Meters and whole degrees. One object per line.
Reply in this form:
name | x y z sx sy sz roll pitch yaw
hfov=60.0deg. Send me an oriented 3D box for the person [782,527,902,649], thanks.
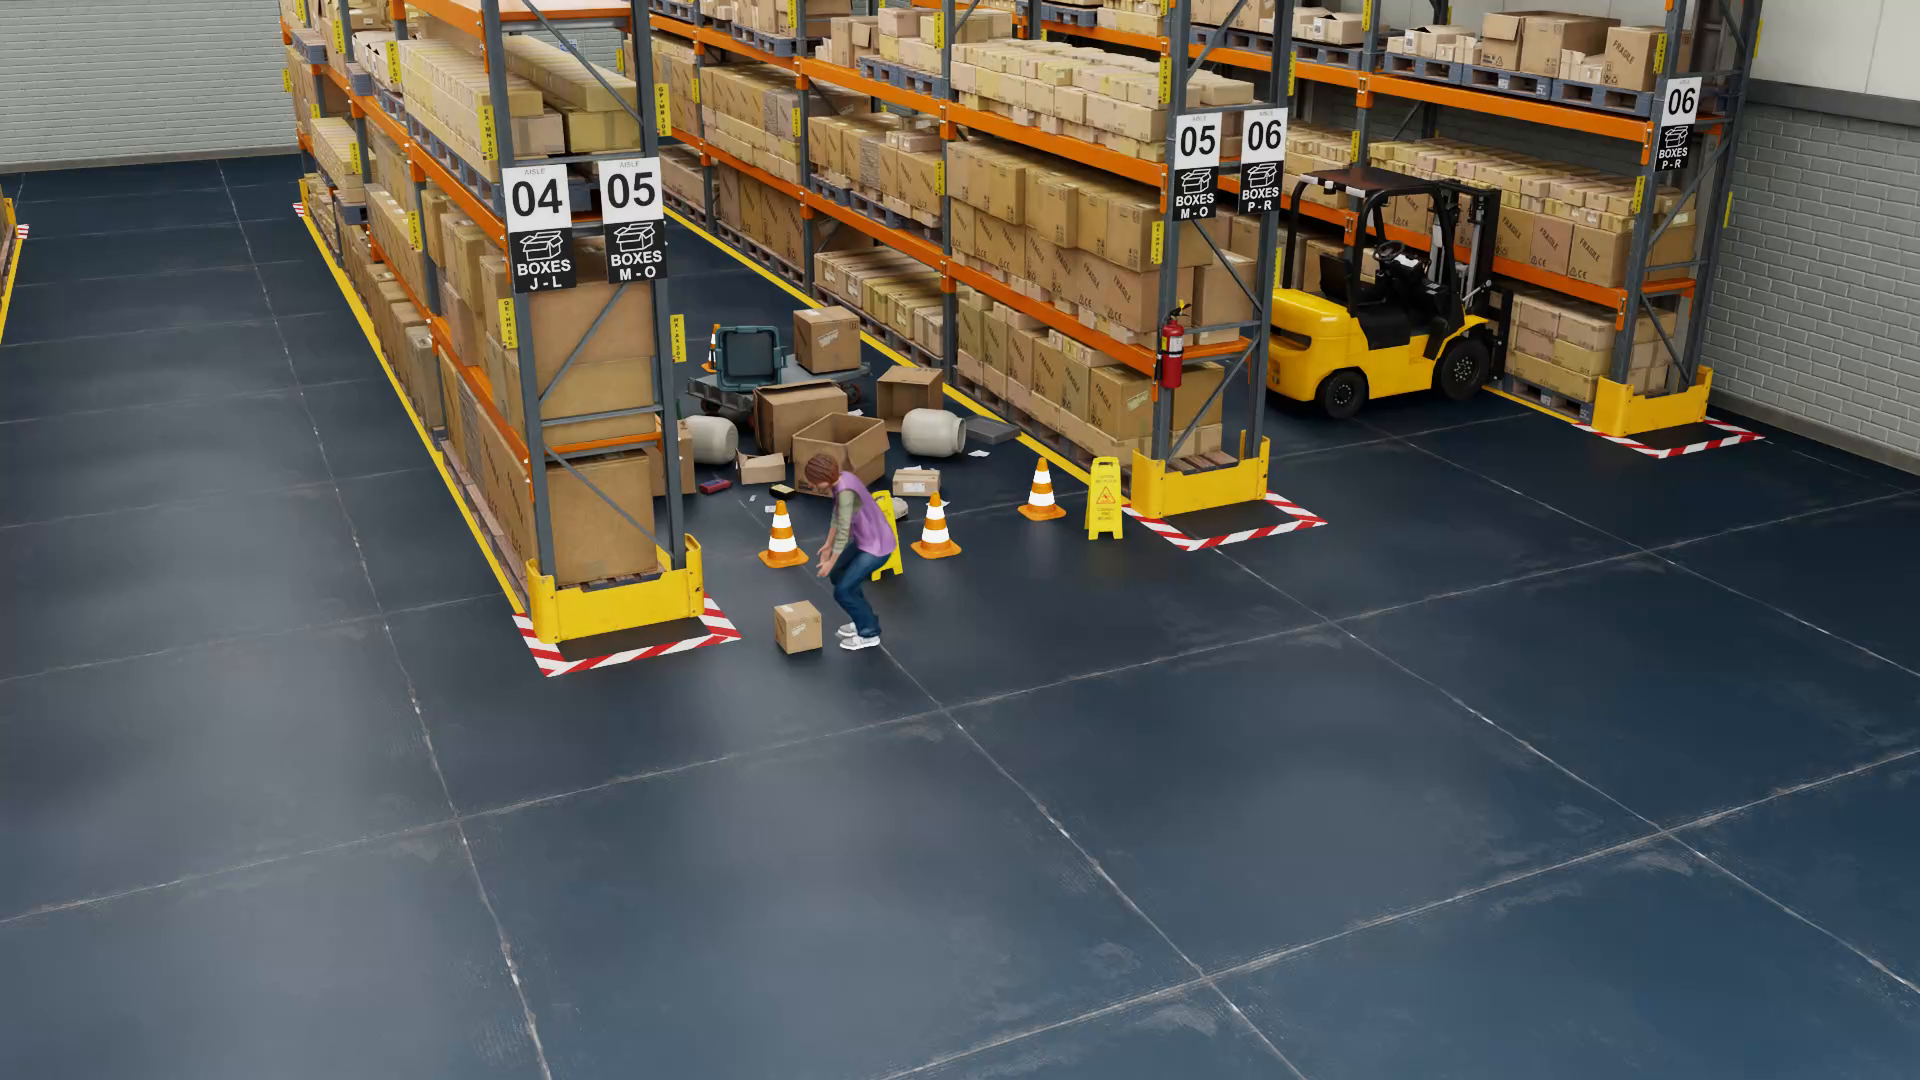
person | -0.789 0.301 11.232 0.796 0.863 0.442 -3 23 -7
